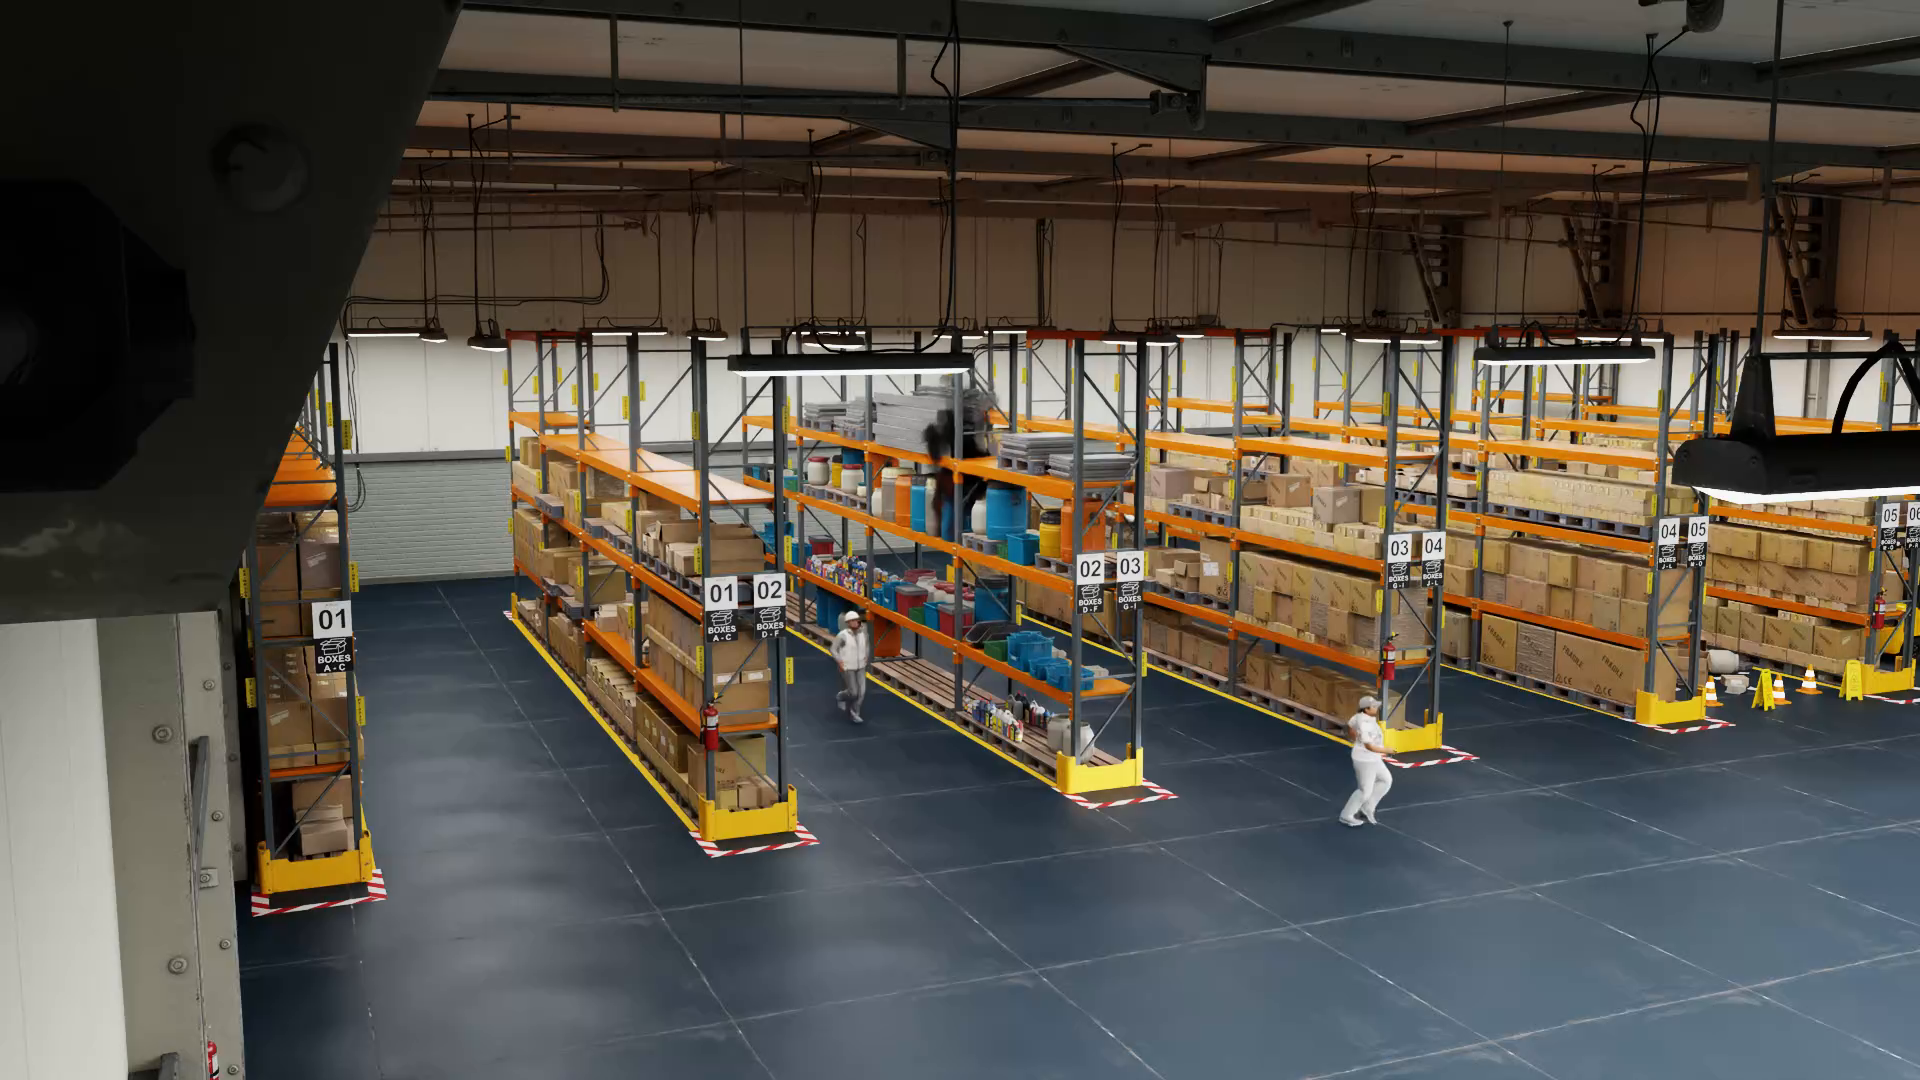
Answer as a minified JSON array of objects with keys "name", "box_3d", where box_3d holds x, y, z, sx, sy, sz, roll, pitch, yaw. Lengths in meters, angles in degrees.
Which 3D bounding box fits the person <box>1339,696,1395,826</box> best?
[{"name":"person","box_3d":[5.043,2.738,20.583,0.648,1.663,0.610,2,8,11]}]

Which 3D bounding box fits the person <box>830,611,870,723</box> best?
[{"name":"person","box_3d":[-1.685,1.964,25.893,0.671,1.728,0.597,-5,9,-34]}]

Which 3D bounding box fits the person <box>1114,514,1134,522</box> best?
[{"name":"person","box_3d":[4.001,-0.086,41.188,0.679,1.713,0.740,8,11,44]}]

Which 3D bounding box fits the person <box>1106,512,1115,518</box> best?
[{"name":"person","box_3d":[3.485,0.169,39.351,0.603,1.709,0.874,-1,8,-6]}]
